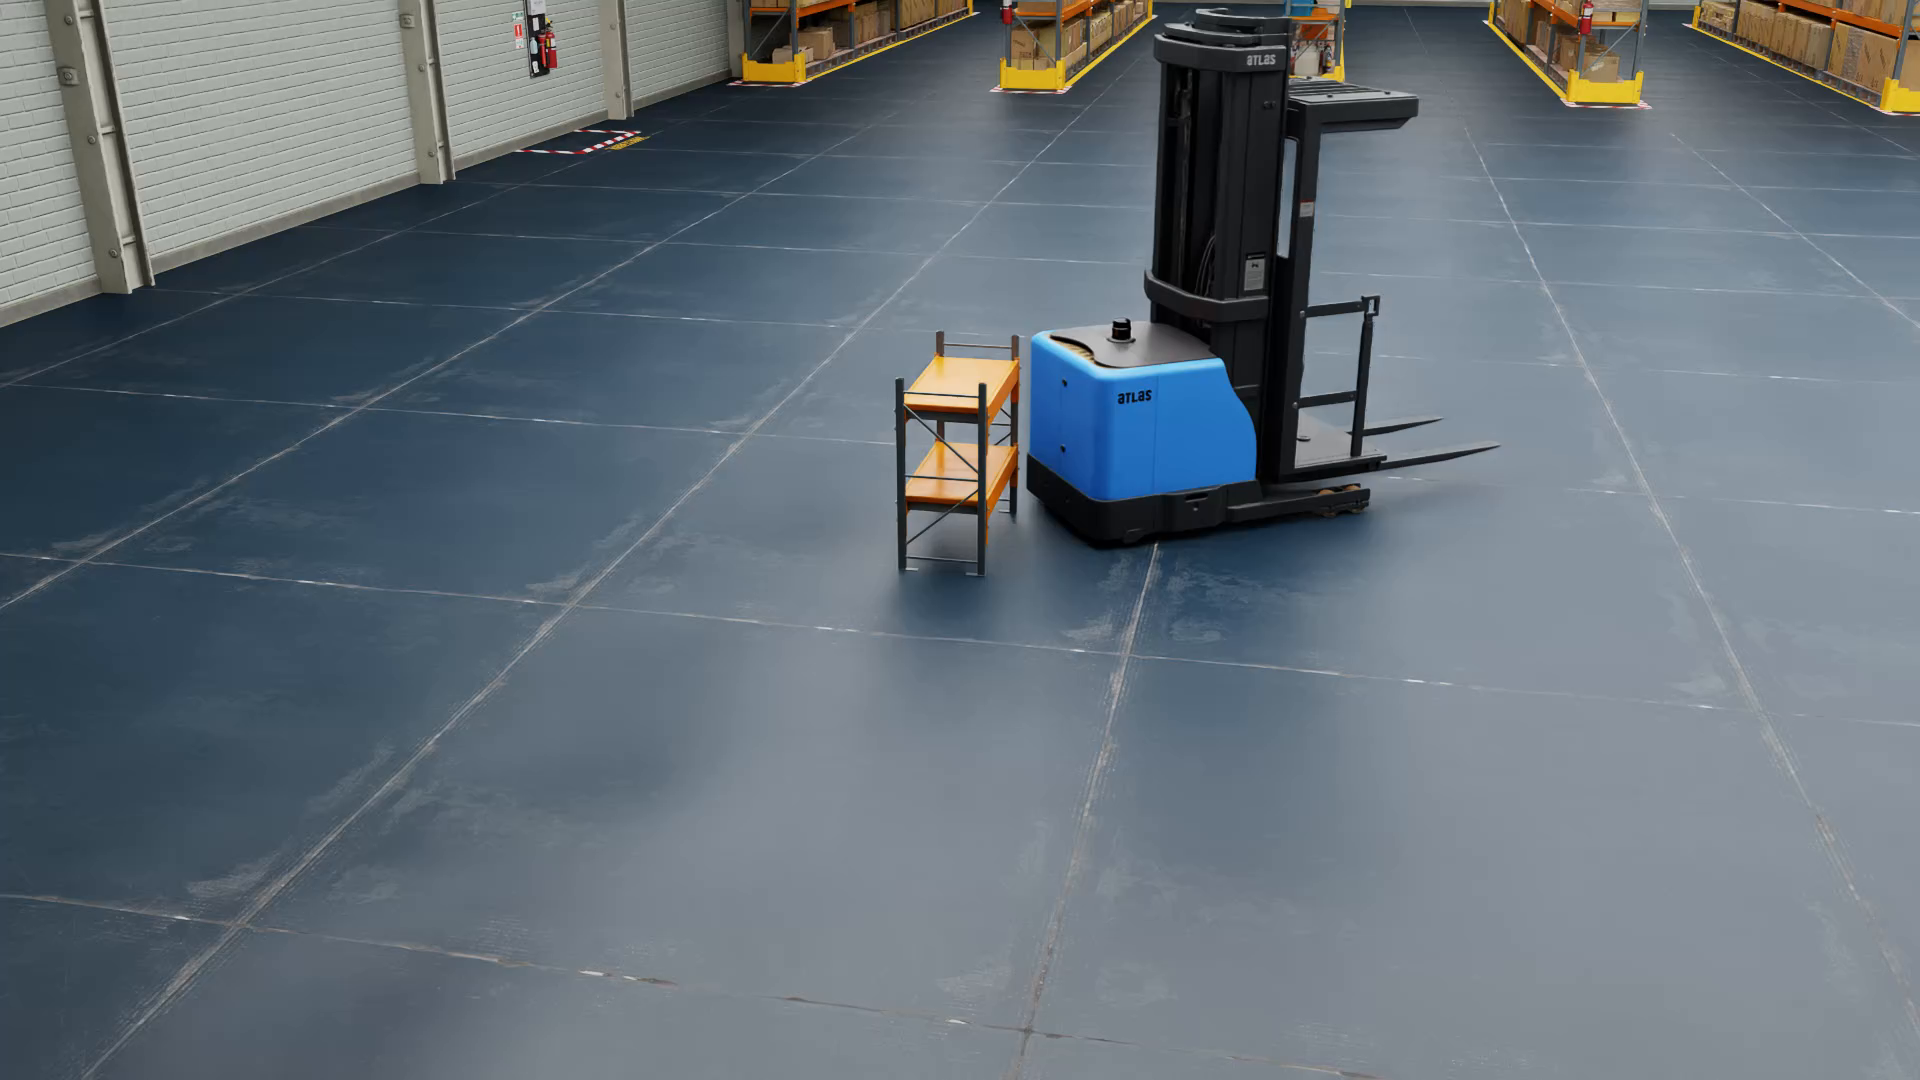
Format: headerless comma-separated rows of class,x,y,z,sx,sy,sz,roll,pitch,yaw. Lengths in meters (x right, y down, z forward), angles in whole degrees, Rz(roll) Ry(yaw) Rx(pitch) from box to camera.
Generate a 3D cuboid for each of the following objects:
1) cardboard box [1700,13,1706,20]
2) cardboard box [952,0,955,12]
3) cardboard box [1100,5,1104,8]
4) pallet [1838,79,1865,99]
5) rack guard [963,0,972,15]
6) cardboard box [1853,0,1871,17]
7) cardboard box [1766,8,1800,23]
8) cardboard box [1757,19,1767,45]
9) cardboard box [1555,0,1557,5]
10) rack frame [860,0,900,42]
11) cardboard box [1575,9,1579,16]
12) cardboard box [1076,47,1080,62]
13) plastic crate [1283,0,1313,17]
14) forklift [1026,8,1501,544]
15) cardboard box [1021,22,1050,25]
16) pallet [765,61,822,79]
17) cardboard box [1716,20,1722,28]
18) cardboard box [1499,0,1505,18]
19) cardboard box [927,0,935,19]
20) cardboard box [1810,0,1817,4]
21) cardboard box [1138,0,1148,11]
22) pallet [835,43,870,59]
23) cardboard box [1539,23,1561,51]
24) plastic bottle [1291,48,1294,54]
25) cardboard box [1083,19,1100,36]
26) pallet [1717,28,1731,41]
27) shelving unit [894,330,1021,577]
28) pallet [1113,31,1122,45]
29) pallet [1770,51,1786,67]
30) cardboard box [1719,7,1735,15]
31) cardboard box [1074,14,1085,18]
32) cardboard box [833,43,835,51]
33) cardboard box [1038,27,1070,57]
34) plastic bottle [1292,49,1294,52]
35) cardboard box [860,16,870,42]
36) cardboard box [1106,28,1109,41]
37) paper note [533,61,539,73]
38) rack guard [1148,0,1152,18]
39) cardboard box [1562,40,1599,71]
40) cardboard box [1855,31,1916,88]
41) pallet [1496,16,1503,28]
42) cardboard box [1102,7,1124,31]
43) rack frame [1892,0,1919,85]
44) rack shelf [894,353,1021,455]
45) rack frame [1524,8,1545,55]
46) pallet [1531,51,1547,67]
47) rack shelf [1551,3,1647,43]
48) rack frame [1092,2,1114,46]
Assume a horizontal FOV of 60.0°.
cardboard box,18.704,-13.050,41.496,0.380,0.149,0.250,5,22,12
cardboard box,-0.507,-14.298,44.123,0.700,0.500,0.500,4,22,9
cardboard box,3.128,-12.377,39.328,0.500,0.500,0.500,4,22,9
pallet,16.197,-7.943,29.294,1.003,0.211,1.213,4,22,11
rack guard,-0.253,-14.742,45.789,1.175,0.500,0.348,4,22,11
cardboard box,16.297,-9.499,29.223,0.875,0.550,0.550,4,22,11
cardboard box,17.375,-11.073,35.112,0.500,0.250,0.500,4,22,10
cardboard box,17.480,-10.905,35.699,0.500,0.500,0.500,5,23,13
cardboard box,11.503,-10.199,31.499,0.380,0.149,0.250,4,22,11
rack frame,-1.890,-12.967,38.036,1.000,3.000,0.127,4,22,11
cardboard box,11.120,-9.370,29.441,0.380,0.149,0.250,4,22,11
cardboard box,2.064,-9.495,32.533,0.500,0.250,0.500,4,22,11
plastic crate,5.985,-9.423,29.435,0.499,0.251,0.616,4,22,11
forklift,1.986,-1.672,10.083,3.031,2.935,1.130,-9,23,-20
cardboard box,1.439,-9.701,32.040,0.500,0.500,0.500,4,22,11
pallet,-3.307,-9.070,32.092,1.003,0.211,1.213,4,22,11
cardboard box,18.266,-12.303,39.639,0.380,0.149,0.250,4,22,11
cardboard box,14.237,-13.729,42.210,0.875,0.875,0.875,4,22,11
cardboard box,-1.079,-13.380,41.376,0.750,0.750,0.750,5,22,12
cardboard box,16.727,-10.584,31.984,0.500,0.500,0.500,5,22,11
cardboard box,4.723,-14.344,44.211,0.500,0.500,0.500,4,22,11
pallet,-2.549,-10.496,35.632,1.003,0.211,1.213,4,22,11
cardboard box,12.439,-10.429,34.489,0.700,0.500,0.500,3,22,6
plastic bottle,6.296,-9.236,31.729,0.144,0.351,0.185,4,22,10
cardboard box,2.684,-10.812,35.052,0.500,0.311,0.500,4,22,9
pallet,18.411,-11.837,38.962,1.003,0.211,1.213,4,22,11
shelving unit,0.001,-0.524,9.650,0.538,1.125,1.048,4,22,11
pallet,3.149,-11.568,38.293,1.003,0.211,1.213,4,22,11
pallet,17.257,-9.843,34.012,1.003,0.211,1.213,4,22,11
cardboard box,18.277,-12.564,39.491,0.380,0.149,0.250,3,22,8
cardboard box,2.467,-11.409,36.533,0.500,0.311,0.500,4,22,10
cardboard box,-2.786,-10.196,34.359,0.380,0.166,0.250,2,22,4
cardboard box,1.755,-9.295,31.031,0.500,0.500,0.500,4,22,11
plastic bottle,6.389,-9.298,31.989,0.097,0.271,0.097,0,22,0
cardboard box,-2.373,-11.196,36.394,0.700,0.500,0.500,5,22,12
cardboard box,2.990,-11.110,36.544,0.500,0.250,0.500,4,22,10
paper note,-6.096,-6.800,23.902,0.016,0.148,0.142,4,22,11
rack guard,4.577,-14.329,44.764,1.175,0.500,0.348,4,22,11
cardboard box,11.611,-9.054,31.102,0.500,0.500,0.500,12,25,28
cardboard box,16.111,-8.278,28.674,0.875,0.875,0.875,4,22,10
pallet,14.203,-13.168,42.268,1.003,0.211,1.213,4,22,11
cardboard box,3.541,-12.155,38.776,0.500,0.500,0.500,4,22,10
rack frame,15.860,-8.494,26.928,1.000,3.000,0.127,4,22,11
rack shelf,0.001,-0.796,9.540,0.538,0.278,1.000,4,22,11
rack frame,12.657,-11.834,35.223,1.000,3.000,0.127,4,22,11
pallet,12.245,-9.810,33.930,1.003,0.211,1.213,4,22,11
rack shelf,11.433,-9.306,29.909,1.077,0.370,4.000,4,22,11
rack frame,2.960,-12.591,37.101,1.000,3.000,0.127,4,22,11
